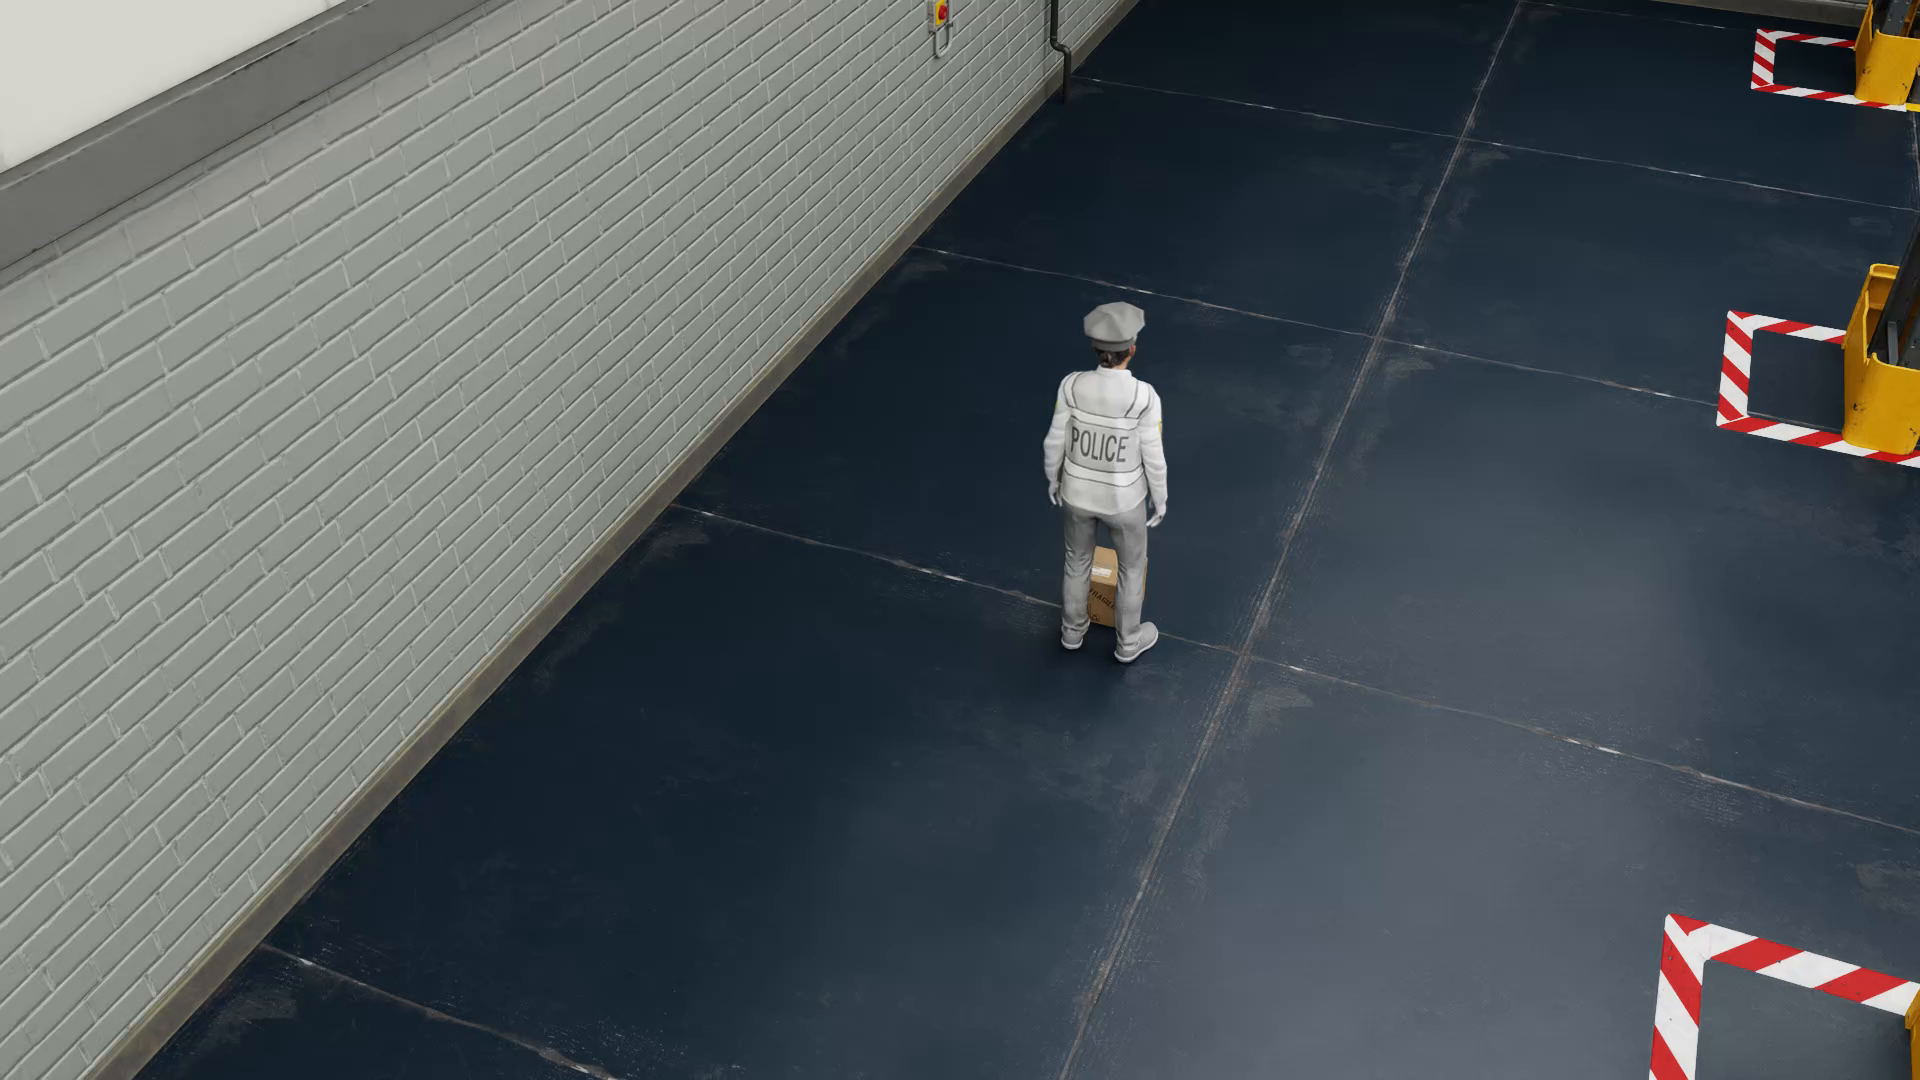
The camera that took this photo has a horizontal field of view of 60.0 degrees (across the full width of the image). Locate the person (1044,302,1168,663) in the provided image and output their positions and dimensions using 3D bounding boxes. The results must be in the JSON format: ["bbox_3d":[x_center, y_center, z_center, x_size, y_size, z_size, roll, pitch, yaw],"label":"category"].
[{"bbox_3d":[0.618,-0.202,7.077,0.536,1.663,0.378,14,40,17],"label":"person"}]
